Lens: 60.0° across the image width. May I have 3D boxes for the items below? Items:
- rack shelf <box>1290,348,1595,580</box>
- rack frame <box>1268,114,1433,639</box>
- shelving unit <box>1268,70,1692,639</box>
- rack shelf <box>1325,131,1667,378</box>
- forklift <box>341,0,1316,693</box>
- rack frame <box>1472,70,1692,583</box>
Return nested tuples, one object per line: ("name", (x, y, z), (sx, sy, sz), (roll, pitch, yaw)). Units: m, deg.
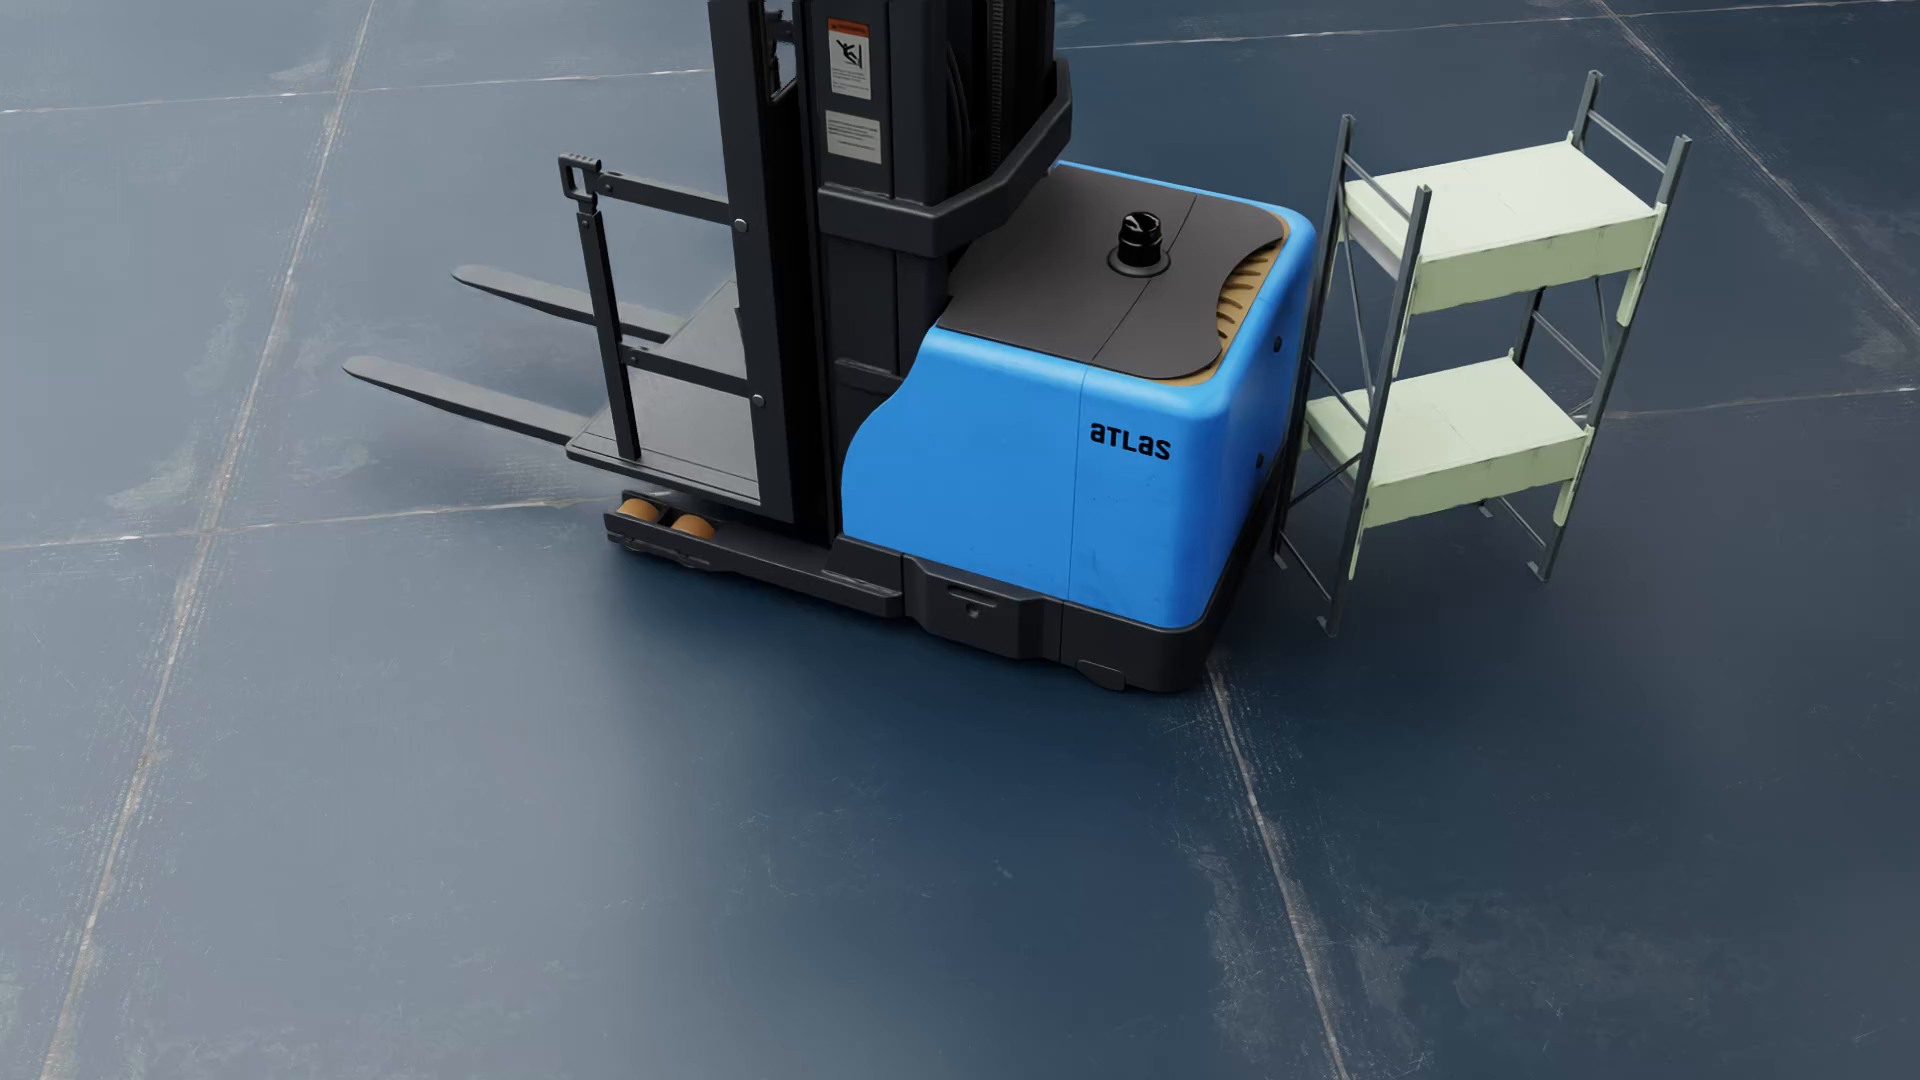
("rack shelf", (1.386, -0.231, 4.873), (0.720, 0.370, 0.431), (-13, 44, -14))
("rack frame", (1.040, -0.392, 4.565), (0.023, 1.500, 0.400), (-13, 44, -14))
("shelving unit", (1.386, -0.473, 4.654), (0.755, 1.500, 0.431), (-13, 44, -14))
("rack shelf", (1.386, -0.762, 4.393), (0.720, 0.370, 0.431), (-13, 44, -14))
("forklift", (-0.550, -1.307, 4.511), (3.031, 2.935, 1.130), (16, 44, 17))
("rack frame", (1.732, -0.553, 4.743), (0.023, 1.500, 0.400), (-13, 44, -14))
